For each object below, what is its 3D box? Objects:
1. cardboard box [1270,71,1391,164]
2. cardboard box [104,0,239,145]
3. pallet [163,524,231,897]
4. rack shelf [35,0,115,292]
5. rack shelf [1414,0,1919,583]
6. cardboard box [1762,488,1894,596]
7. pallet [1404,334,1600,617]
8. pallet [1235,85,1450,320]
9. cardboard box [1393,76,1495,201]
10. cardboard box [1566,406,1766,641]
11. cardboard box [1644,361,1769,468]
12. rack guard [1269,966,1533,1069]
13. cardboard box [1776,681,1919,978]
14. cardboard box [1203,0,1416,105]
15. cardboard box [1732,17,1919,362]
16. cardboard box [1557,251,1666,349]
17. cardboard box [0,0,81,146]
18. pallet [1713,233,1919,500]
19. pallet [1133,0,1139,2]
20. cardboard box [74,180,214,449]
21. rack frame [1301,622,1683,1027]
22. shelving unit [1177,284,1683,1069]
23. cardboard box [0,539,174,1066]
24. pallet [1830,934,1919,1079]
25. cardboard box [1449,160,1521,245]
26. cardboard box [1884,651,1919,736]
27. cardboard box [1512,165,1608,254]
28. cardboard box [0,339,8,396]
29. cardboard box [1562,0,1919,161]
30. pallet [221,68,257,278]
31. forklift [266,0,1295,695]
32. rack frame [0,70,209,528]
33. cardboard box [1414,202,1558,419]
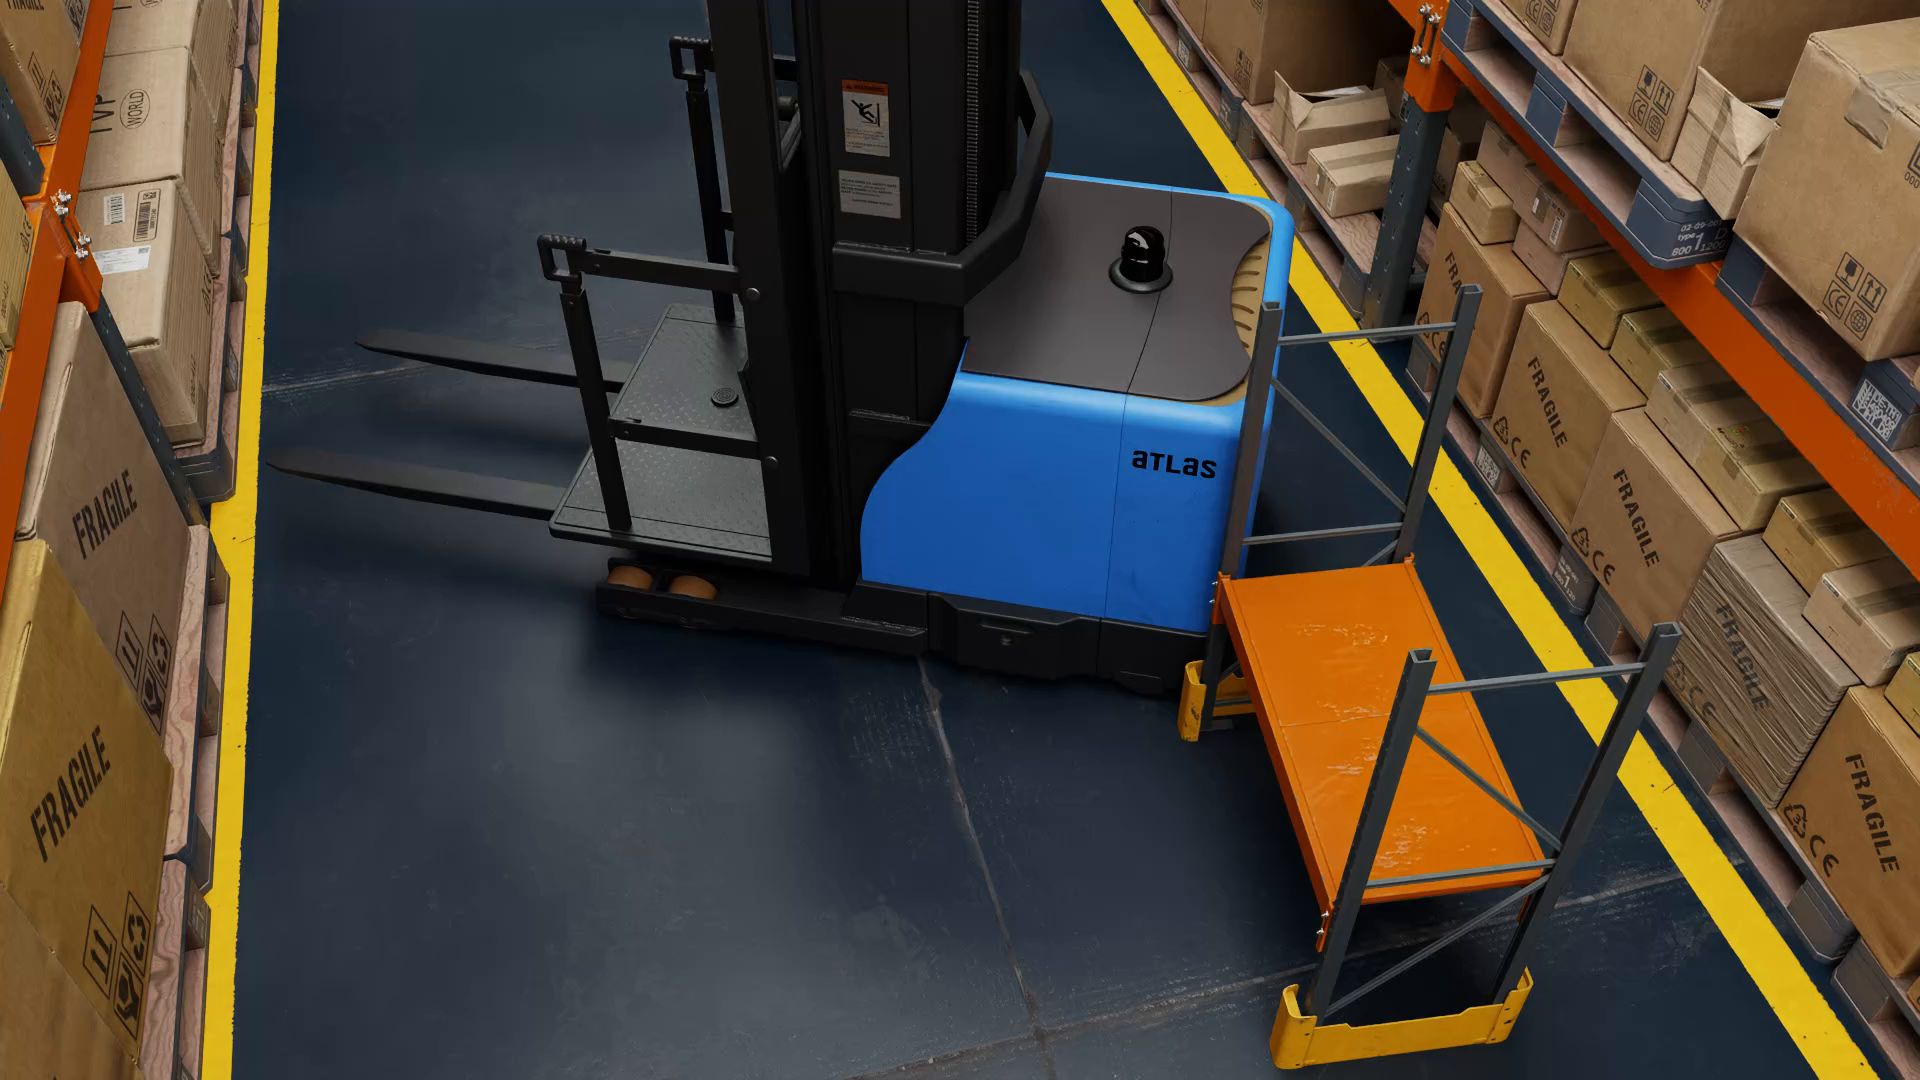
[{"bbox_3d":[1.419,-1.641,6.379,0.396,0.266,0.258,-9,46,-9],"label":"cardboard box"},{"bbox_3d":[-3.376,-1.908,6.519,0.875,0.438,0.875,-10,46,-9],"label":"cardboard box"},{"bbox_3d":[-2.590,0.531,4.582,1.003,0.211,1.213,-11,47,-10],"label":"pallet"},{"bbox_3d":[-3.372,-2.093,5.704,1.077,0.370,4.000,-11,47,-10],"label":"rack shelf"},{"bbox_3d":[2.449,-0.241,3.890,1.077,0.370,4.000,-11,47,-10],"label":"rack shelf"},{"bbox_3d":[2.264,-0.006,4.157,0.380,0.149,0.250,-11,47,-10],"label":"cardboard box"},{"bbox_3d":[2.182,-0.343,5.439,1.003,0.211,1.213,-11,47,-10],"label":"pallet"},{"bbox_3d":[1.762,-1.372,6.447,1.003,0.211,1.213,-11,47,-10],"label":"pallet"},{"bbox_3d":[1.996,-1.579,6.286,0.500,0.311,0.500,-9,46,-9],"label":"cardboard box"},{"bbox_3d":[2.113,-0.060,4.664,0.500,0.500,0.500,-12,47,-11],"label":"cardboard box"},{"bbox_3d":[2.105,-0.358,4.503,0.380,0.149,0.250,-11,47,-10],"label":"cardboard box"},{"bbox_3d":[1.046,1.131,3.967,0.587,0.250,0.087,-5,46,-5],"label":"rack guard"},{"bbox_3d":[2.390,0.655,3.964,0.500,0.500,0.500,-9,46,-9],"label":"cardboard box"},{"bbox_3d":[1.425,-2.154,6.717,0.700,0.500,0.500,-12,47,-12],"label":"cardboard box"},{"bbox_3d":[2.178,-0.782,3.552,0.700,0.500,0.500,-11,47,-11],"label":"cardboard box"},{"bbox_3d":[1.994,-0.724,4.862,0.380,0.149,0.250,-13,47,-12],"label":"cardboard box"},{"bbox_3d":[-2.728,-1.371,4.423,0.500,0.500,0.500,-9,46,-9],"label":"cardboard box"},{"bbox_3d":[2.459,-0.387,3.663,1.003,0.211,1.213,-11,47,-10],"label":"pallet"},{"bbox_3d":[1.137,-3.057,8.098,1.003,0.211,1.213,-11,47,-10],"label":"pallet"},{"bbox_3d":[-2.917,-0.667,5.303,0.875,0.438,0.875,-11,47,-11],"label":"cardboard box"},{"bbox_3d":[1.048,0.707,3.507,0.500,1.500,0.032,-5,46,-5],"label":"rack frame"},{"bbox_3d":[0.979,0.341,3.866,0.587,1.500,1.083,-5,46,-5],"label":"shelving unit"},{"bbox_3d":[-2.386,0.669,3.688,0.875,0.875,0.875,-9,46,-9],"label":"cardboard box"},{"bbox_3d":[2.806,1.341,3.788,1.003,0.211,1.213,-11,47,-10],"label":"pallet"},{"bbox_3d":[1.771,-1.077,5.207,0.380,0.149,0.250,-9,46,-8],"label":"cardboard box"},{"bbox_3d":[2.377,0.359,3.800,0.380,0.149,0.250,-11,47,-11],"label":"cardboard box"},{"bbox_3d":[1.884,-1.010,4.933,0.380,0.149,0.250,-13,47,-12],"label":"cardboard box"},{"bbox_3d":[-2.373,-0.296,3.545,0.500,0.250,0.500,-11,47,-11],"label":"cardboard box"},{"bbox_3d":[1.977,-1.323,4.083,0.700,0.500,0.500,-10,46,-10],"label":"cardboard box"},{"bbox_3d":[-3.295,-1.371,6.446,1.003,0.211,1.213,-11,47,-10],"label":"pallet"},{"bbox_3d":[-0.614,-1.119,4.295,3.031,2.935,1.130,9,46,8],"label":"forklift"},{"bbox_3d":[-2.860,-0.964,4.094,1.000,3.000,0.127,-11,47,-10],"label":"rack frame"},{"bbox_3d":[1.843,-0.771,5.361,0.500,0.500,0.500,-9,46,-9],"label":"cardboard box"}]
